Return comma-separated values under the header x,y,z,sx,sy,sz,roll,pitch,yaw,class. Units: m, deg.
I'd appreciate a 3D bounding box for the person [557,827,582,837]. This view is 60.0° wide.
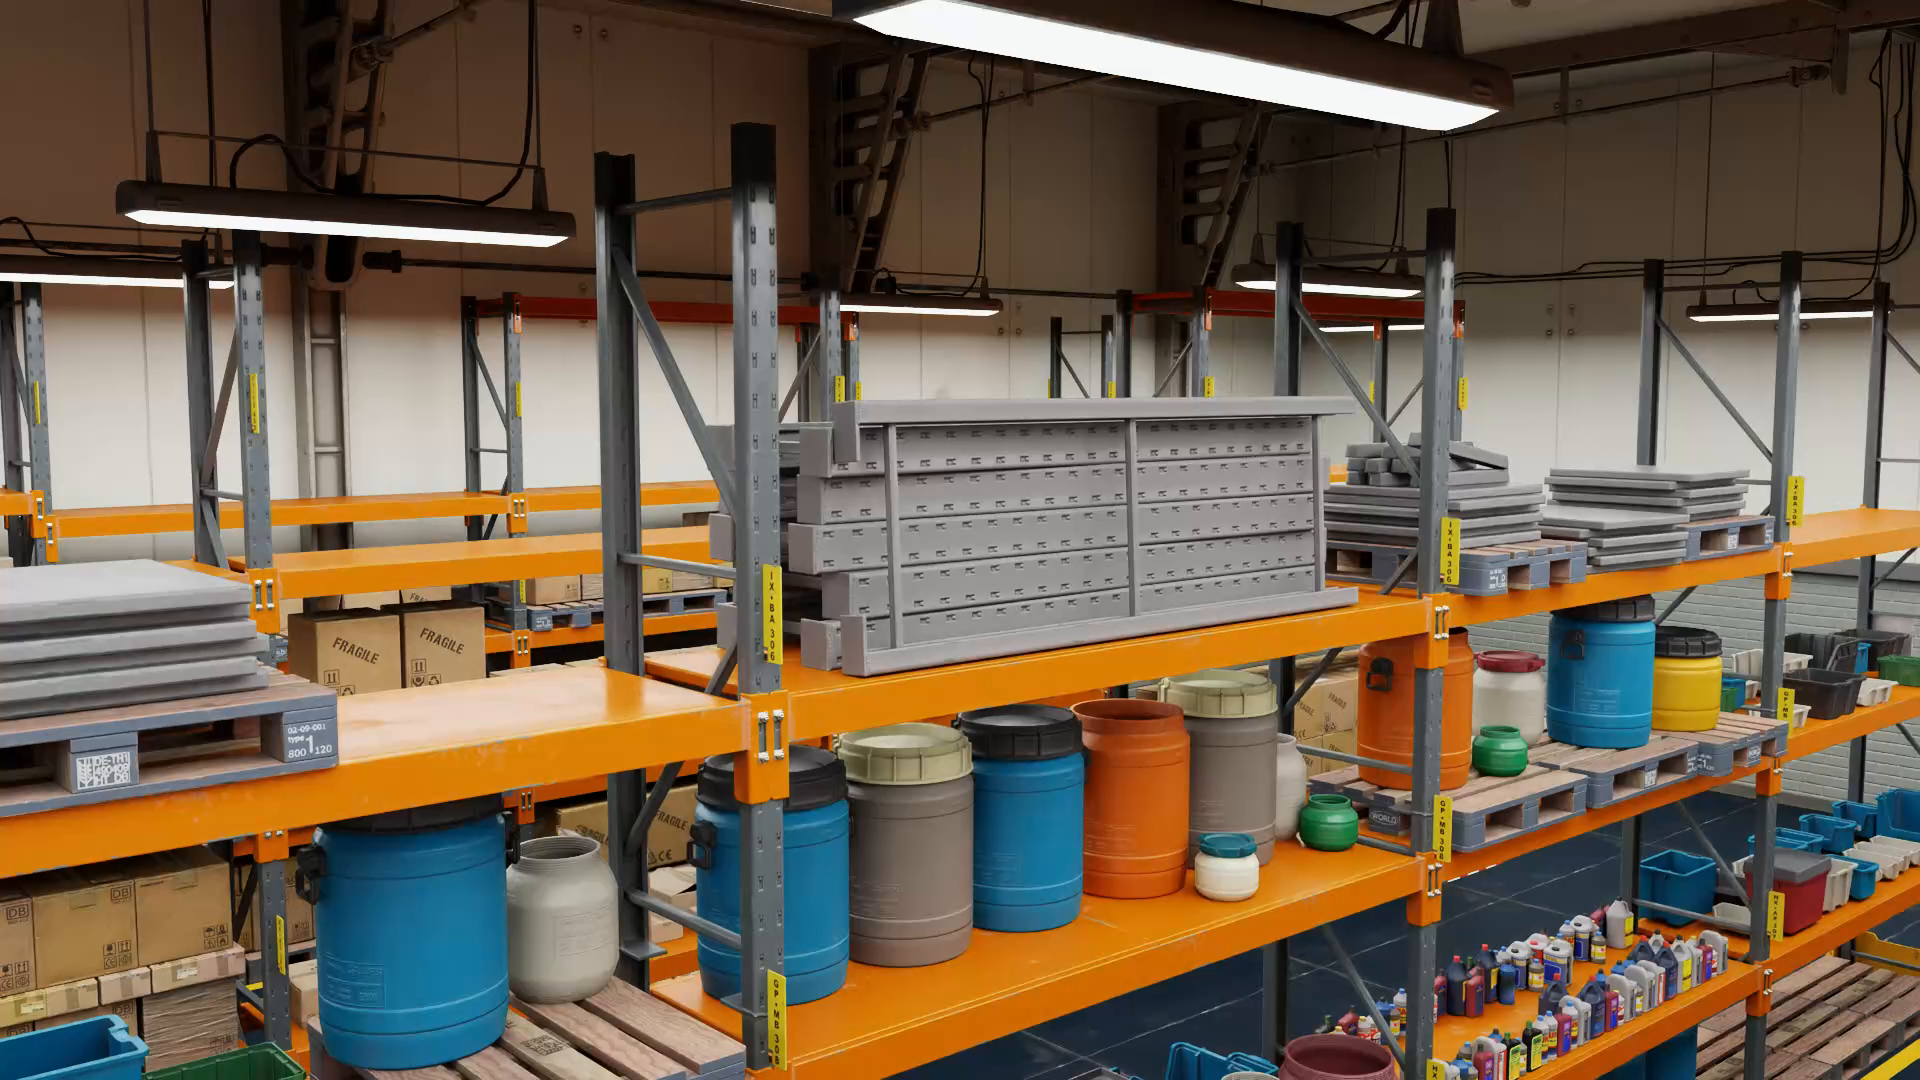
x,y,z,sx,sy,sz,roll,pitch,yaw,class
-3.072,3.083,13.233,0.715,1.656,0.596,-4,7,-38,person
